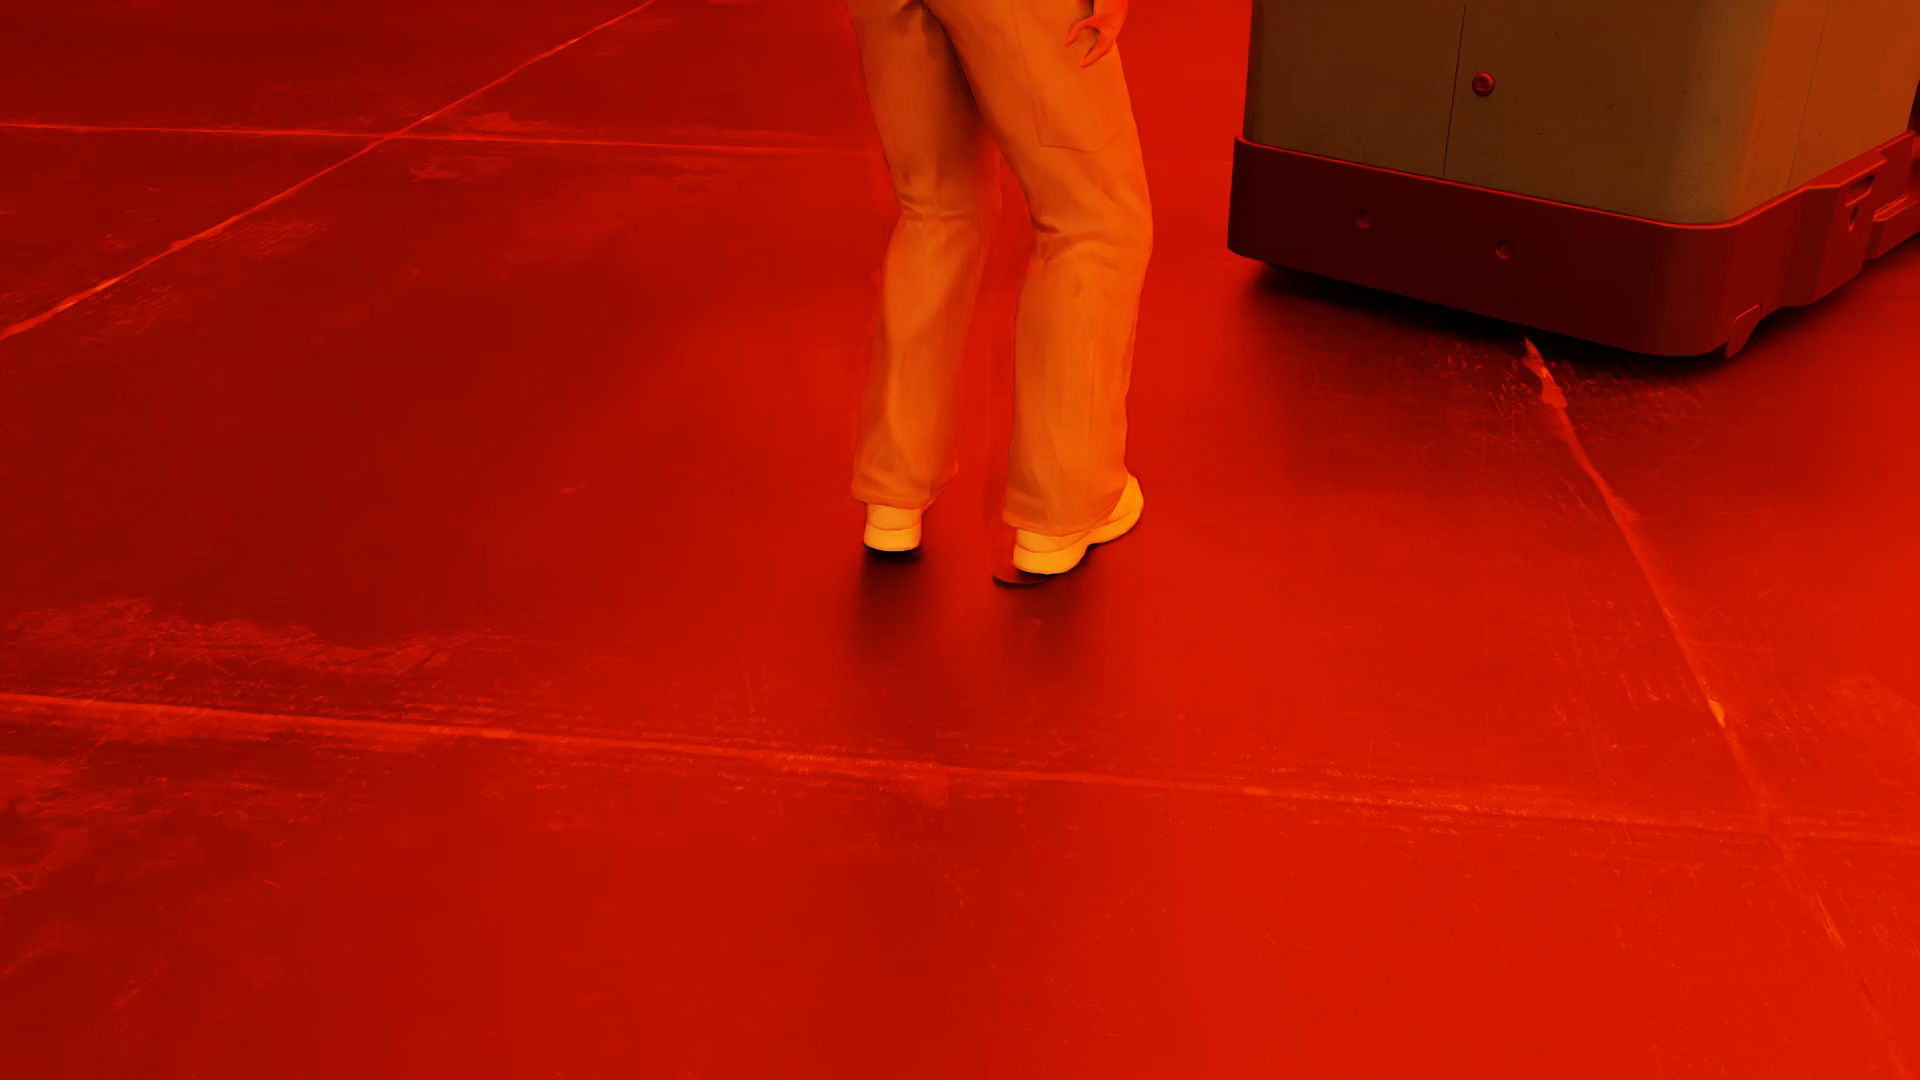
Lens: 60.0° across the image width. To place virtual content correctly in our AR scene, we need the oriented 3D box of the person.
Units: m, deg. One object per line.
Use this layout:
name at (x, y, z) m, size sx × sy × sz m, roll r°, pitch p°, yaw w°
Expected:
person at (0.038, -0.772, 2.187) m, size 0.503 × 1.665 × 0.422 m, roll 24°, pitch 35°, yaw 39°

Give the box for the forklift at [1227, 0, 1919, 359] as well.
forklift at (1.961, -2.208, 3.642) m, size 1.130 × 2.935 × 3.031 m, roll 23°, pitch 35°, yaw 38°
